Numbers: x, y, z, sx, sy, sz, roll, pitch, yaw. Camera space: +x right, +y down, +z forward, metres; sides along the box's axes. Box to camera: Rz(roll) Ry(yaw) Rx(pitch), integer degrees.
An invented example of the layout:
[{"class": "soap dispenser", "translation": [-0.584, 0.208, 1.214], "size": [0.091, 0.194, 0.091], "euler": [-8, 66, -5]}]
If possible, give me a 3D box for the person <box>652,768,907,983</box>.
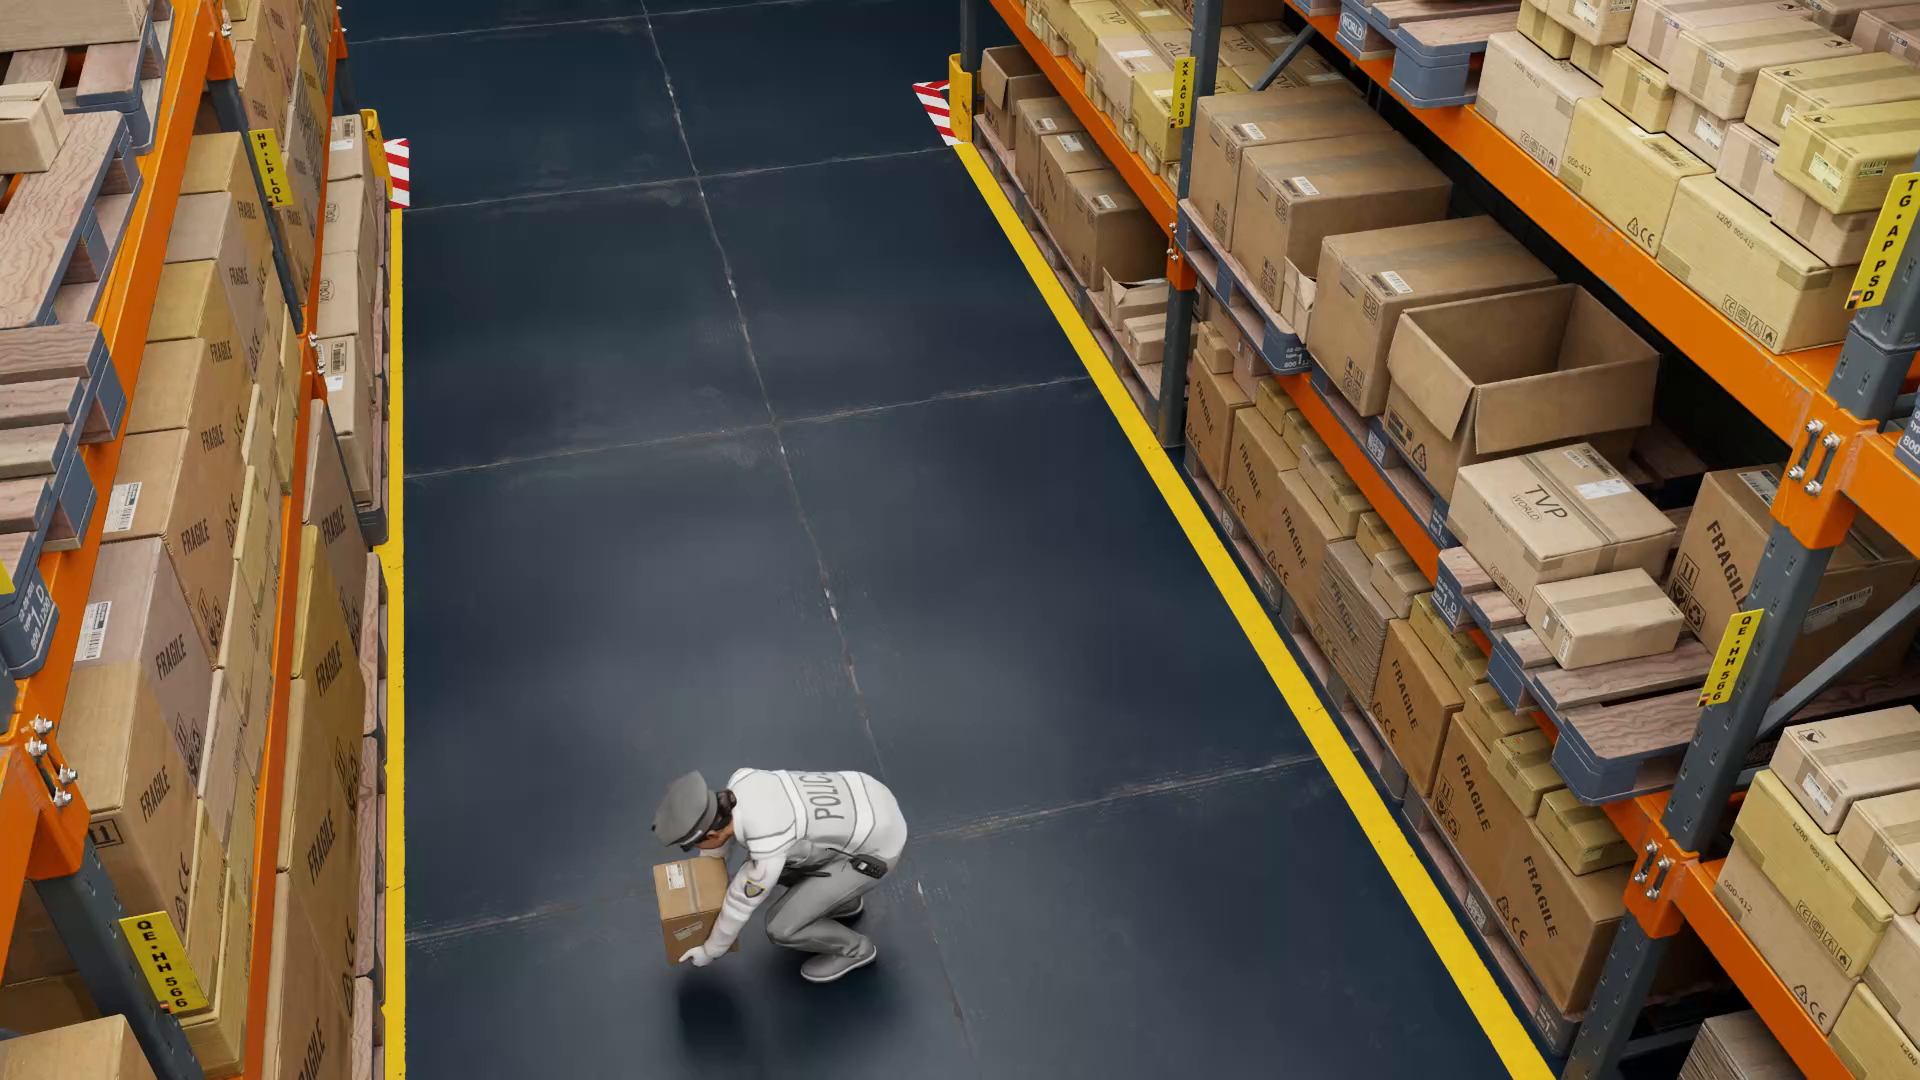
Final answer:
[{"class": "person", "translation": [-0.617, 1.129, 5.847], "size": [0.868, 0.982, 0.458], "euler": [-10, 40, -13]}]
